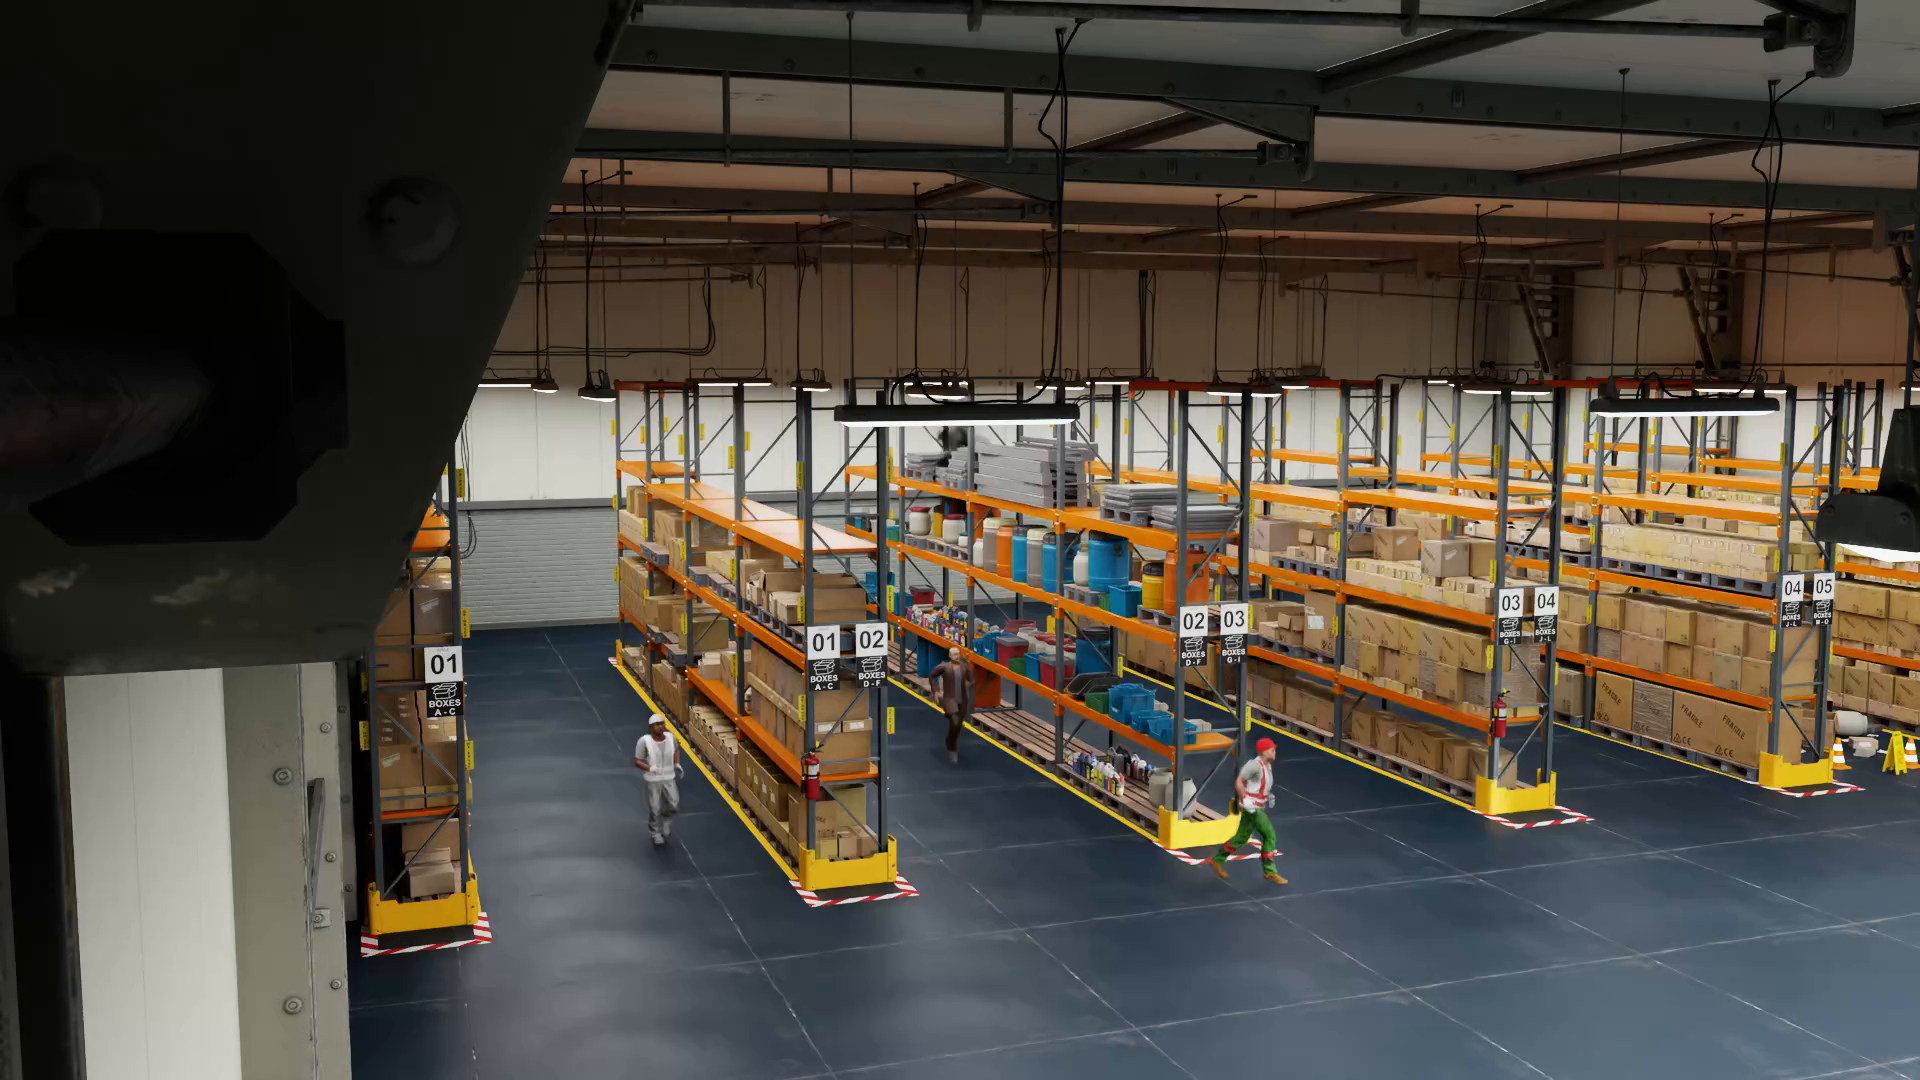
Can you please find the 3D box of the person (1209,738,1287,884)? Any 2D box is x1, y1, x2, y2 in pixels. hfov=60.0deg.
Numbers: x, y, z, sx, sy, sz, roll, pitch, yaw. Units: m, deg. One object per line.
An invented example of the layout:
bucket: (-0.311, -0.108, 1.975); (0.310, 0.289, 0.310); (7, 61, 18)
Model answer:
person: (3.576, 3.295, 20.464); (0.970, 1.747, 0.659); (2, 6, 20)

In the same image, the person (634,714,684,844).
person: (-3.927, 3.151, 21.847); (0.664, 1.739, 0.592); (-3, 7, -28)

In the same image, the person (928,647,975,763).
person: (-0.090, 2.634, 26.697); (0.675, 1.846, 0.829); (-3, 7, -28)
